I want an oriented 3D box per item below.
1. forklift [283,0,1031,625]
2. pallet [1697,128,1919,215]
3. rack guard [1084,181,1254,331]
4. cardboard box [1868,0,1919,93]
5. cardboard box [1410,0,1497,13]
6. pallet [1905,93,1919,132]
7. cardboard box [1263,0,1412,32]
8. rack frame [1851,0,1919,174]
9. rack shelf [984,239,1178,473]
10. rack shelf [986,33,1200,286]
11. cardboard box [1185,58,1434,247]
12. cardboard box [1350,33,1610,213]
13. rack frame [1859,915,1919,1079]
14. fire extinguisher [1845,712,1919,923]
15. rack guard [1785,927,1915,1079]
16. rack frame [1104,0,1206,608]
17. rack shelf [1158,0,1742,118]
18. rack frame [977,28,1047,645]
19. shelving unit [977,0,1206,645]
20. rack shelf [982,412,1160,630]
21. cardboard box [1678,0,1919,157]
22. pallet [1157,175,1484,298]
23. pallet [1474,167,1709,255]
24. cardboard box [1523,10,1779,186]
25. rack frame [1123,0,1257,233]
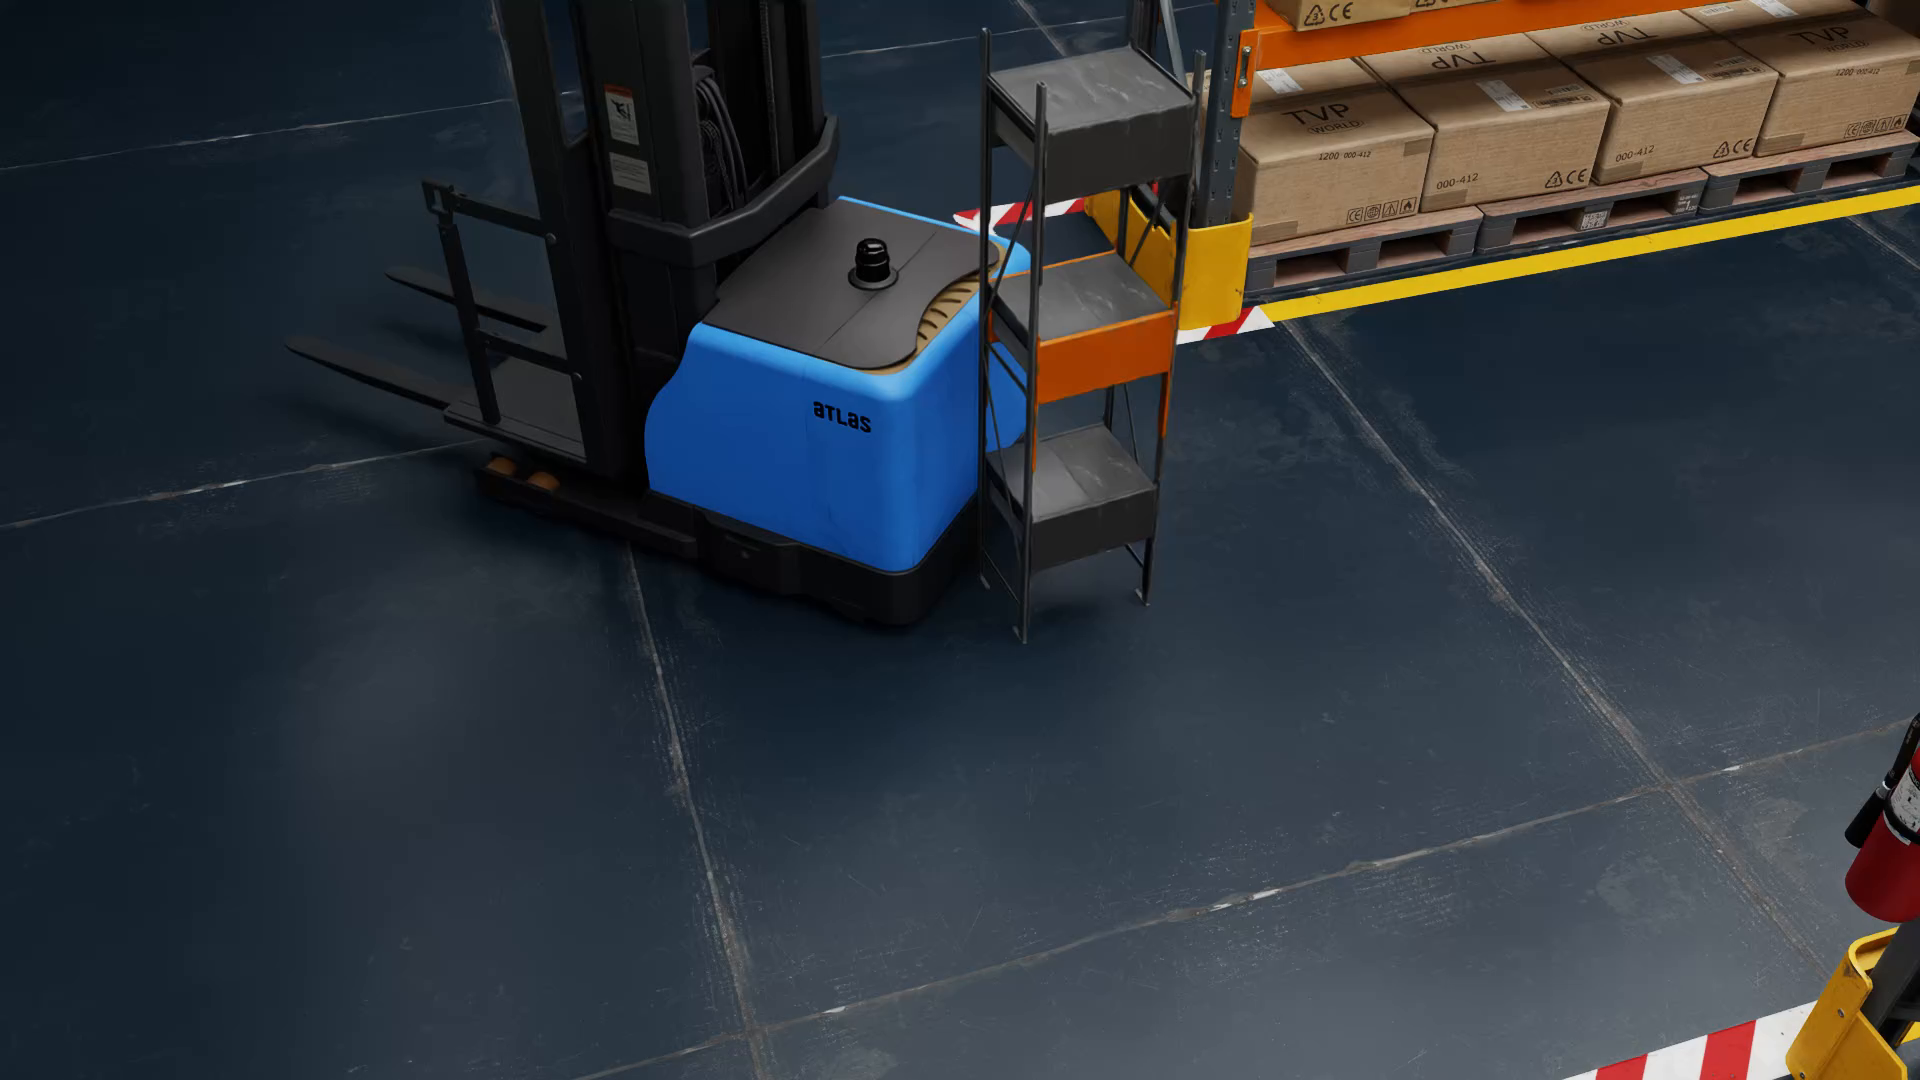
[{"bbox_3d":[-1.286,-1.487,5.724,3.031,2.935,1.130,19,44,20],"label":"forklift"},{"bbox_3d":[4.014,-2.083,8.473,1.213,0.211,1.003,-12,42,-13],"label":"pallet"},{"bbox_3d":[0.925,-1.497,7.584,0.348,0.500,1.175,-12,42,-13],"label":"rack guard"},{"bbox_3d":[5.330,-2.765,8.430,0.875,0.875,0.875,-10,42,-12],"label":"cardboard box"},{"bbox_3d":[1.966,-2.513,6.771,0.500,0.500,0.500,-12,43,-14],"label":"cardboard box"},{"bbox_3d":[5.476,-2.384,8.818,1.213,0.211,1.003,-12,42,-13],"label":"pallet"},{"bbox_3d":[1.492,-2.396,6.636,0.500,0.500,0.500,-12,43,-13],"label":"cardboard box"},{"bbox_3d":[4.763,-3.234,7.672,0.127,3.000,1.000,-12,42,-13],"label":"rack frame"},{"bbox_3d":[0.371,-0.597,5.358,0.480,0.518,0.431,-16,44,-17],"label":"rack shelf"},{"bbox_3d":[0.371,-1.124,4.897,0.480,0.518,0.431,-16,44,-17],"label":"rack shelf"},{"bbox_3d":[1.547,-1.830,7.693,0.875,0.438,0.875,-13,43,-15],"label":"cardboard box"},{"bbox_3d":[2.418,-2.016,7.906,0.875,0.438,0.875,-11,42,-12],"label":"cardboard box"},{"bbox_3d":[2.531,0.643,3.234,0.127,3.000,1.000,-12,42,-13],"label":"rack frame"},{"bbox_3d":[2.152,0.573,3.657,0.183,0.674,0.296,-12,42,-13],"label":"fire extinguisher"},{"bbox_3d":[2.604,1.569,4.074,0.348,0.500,1.175,-12,42,-13],"label":"rack guard"},{"bbox_3d":[0.595,-0.670,5.421,0.015,2.100,0.400,-16,44,-17],"label":"rack frame"},{"bbox_3d":[2.855,-2.568,7.456,4.000,0.370,1.077,-12,42,-13],"label":"rack shelf"},{"bbox_3d":[0.147,-0.543,5.276,0.015,2.100,0.400,-16,44,-17],"label":"rack frame"},{"bbox_3d":[0.371,-0.607,5.349,0.503,2.100,0.431,-16,44,-17],"label":"shelving unit"},{"bbox_3d":[0.371,-0.069,5.818,0.480,0.518,0.431,-16,44,-17],"label":"rack shelf"},{"bbox_3d":[4.132,-2.370,8.312,0.875,0.438,0.875,-12,43,-14],"label":"cardboard box"},{"bbox_3d":[1.687,-1.600,7.921,1.213,0.211,1.003,-12,42,-13],"label":"pallet"},{"bbox_3d":[2.848,-1.839,8.195,1.213,0.211,1.003,-12,42,-13],"label":"pallet"},{"bbox_3d":[3.278,-2.193,8.109,0.875,0.438,0.875,-13,43,-14],"label":"cardboard box"},{"bbox_3d":[0.948,-2.443,6.767,0.127,3.000,1.000,-12,42,-13],"label":"rack frame"}]
